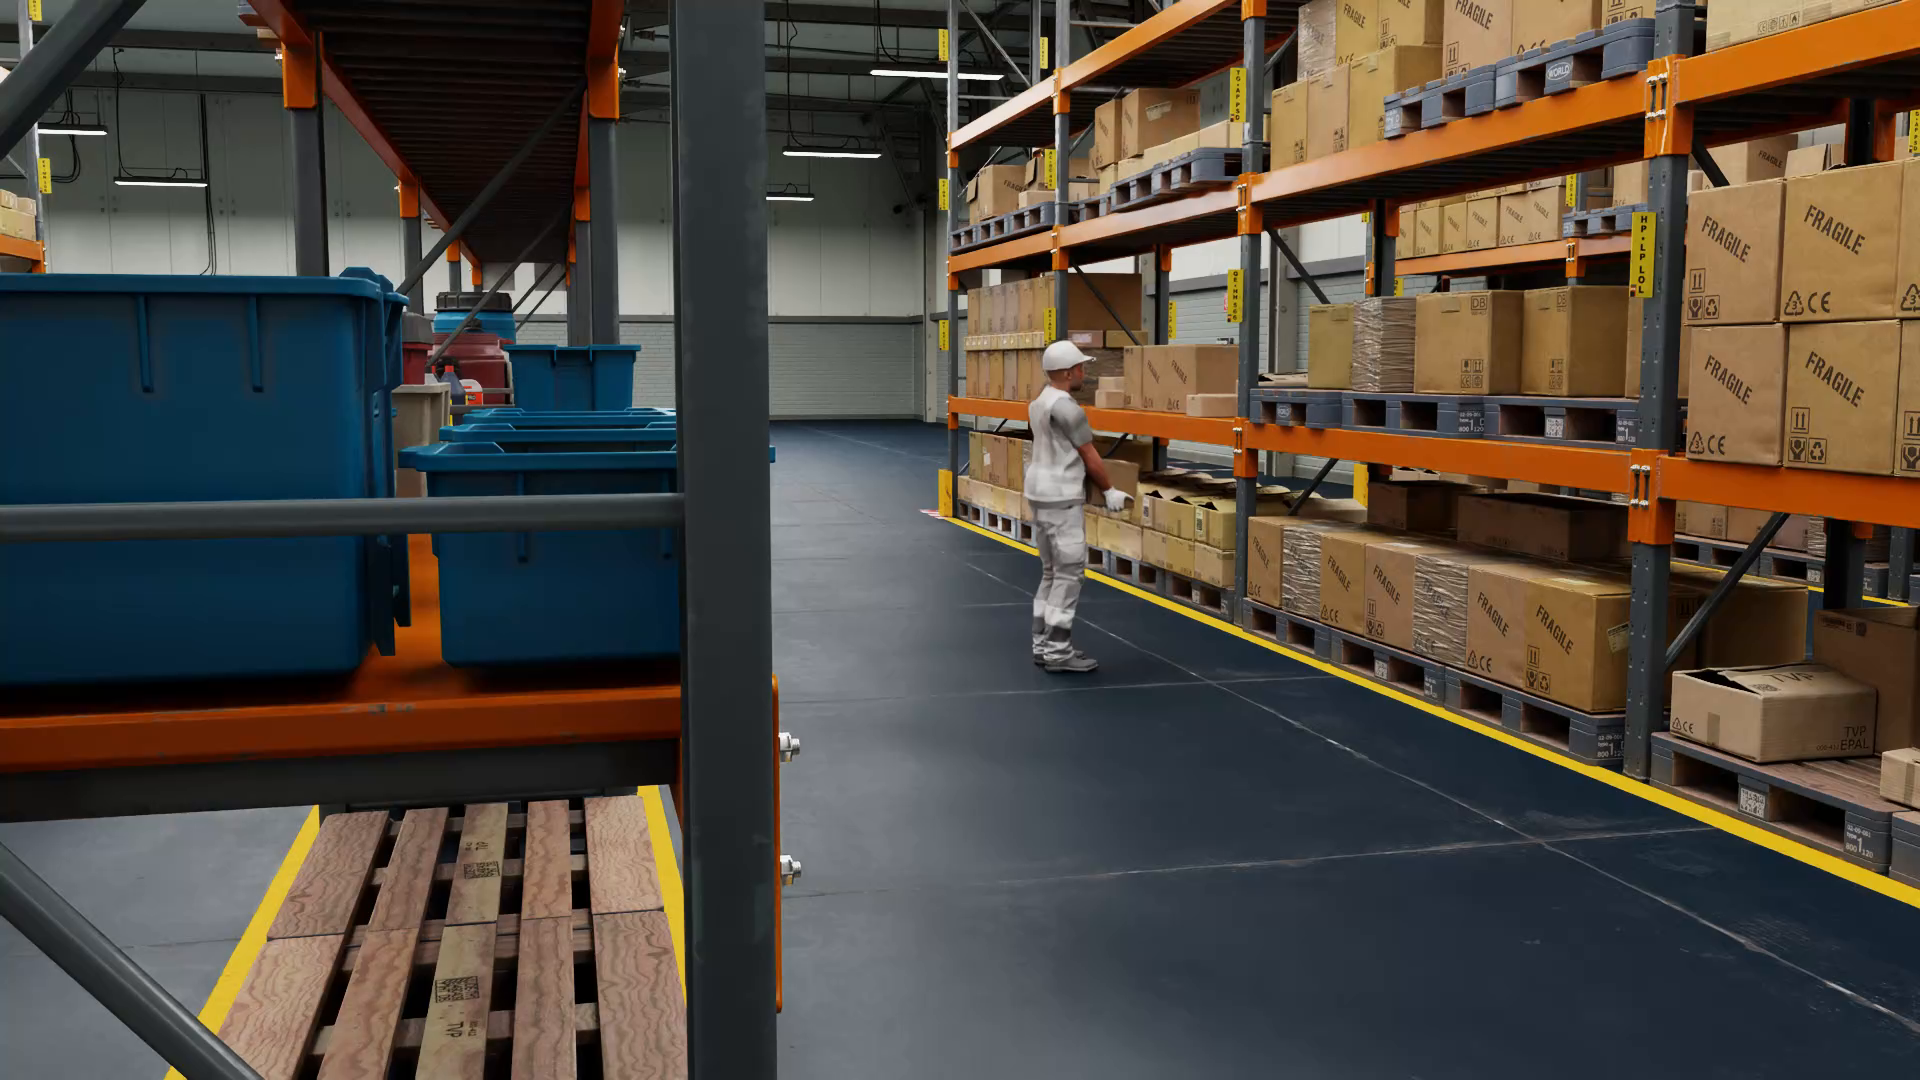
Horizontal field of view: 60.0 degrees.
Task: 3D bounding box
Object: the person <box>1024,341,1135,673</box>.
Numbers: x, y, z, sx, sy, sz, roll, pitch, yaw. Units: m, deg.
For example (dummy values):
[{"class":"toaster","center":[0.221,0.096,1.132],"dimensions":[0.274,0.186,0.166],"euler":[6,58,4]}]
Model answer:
[{"class":"person","center":[0.637,-0.191,9.089],"dimensions":[0.565,1.785,0.495],"euler":[-2,6,-15]}]
